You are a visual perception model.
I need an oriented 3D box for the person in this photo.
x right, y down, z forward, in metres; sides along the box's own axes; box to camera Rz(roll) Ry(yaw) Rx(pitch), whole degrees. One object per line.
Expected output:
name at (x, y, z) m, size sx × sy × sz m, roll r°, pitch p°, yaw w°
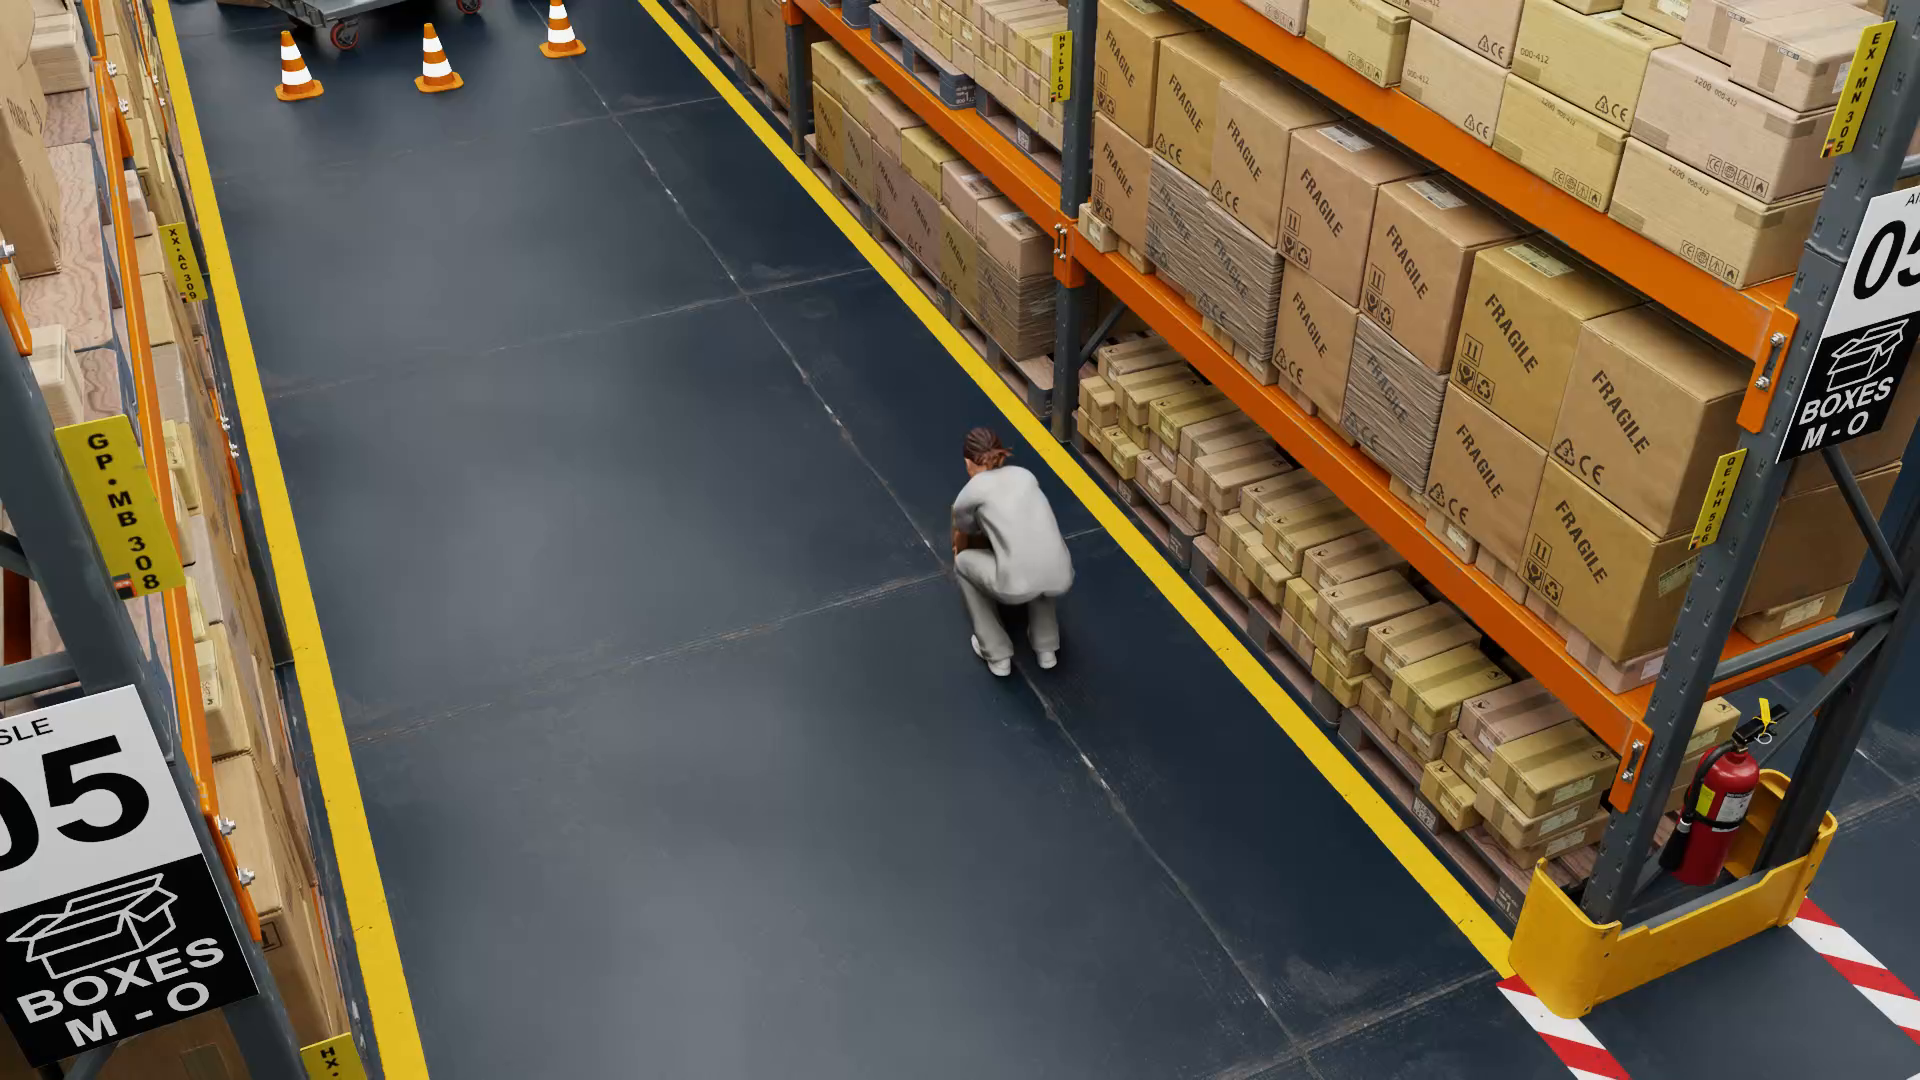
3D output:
person at (0.211, 0.060, 7.394) m, size 0.467 × 0.930 × 0.851 m, roll -11°, pitch 39°, yaw -14°
